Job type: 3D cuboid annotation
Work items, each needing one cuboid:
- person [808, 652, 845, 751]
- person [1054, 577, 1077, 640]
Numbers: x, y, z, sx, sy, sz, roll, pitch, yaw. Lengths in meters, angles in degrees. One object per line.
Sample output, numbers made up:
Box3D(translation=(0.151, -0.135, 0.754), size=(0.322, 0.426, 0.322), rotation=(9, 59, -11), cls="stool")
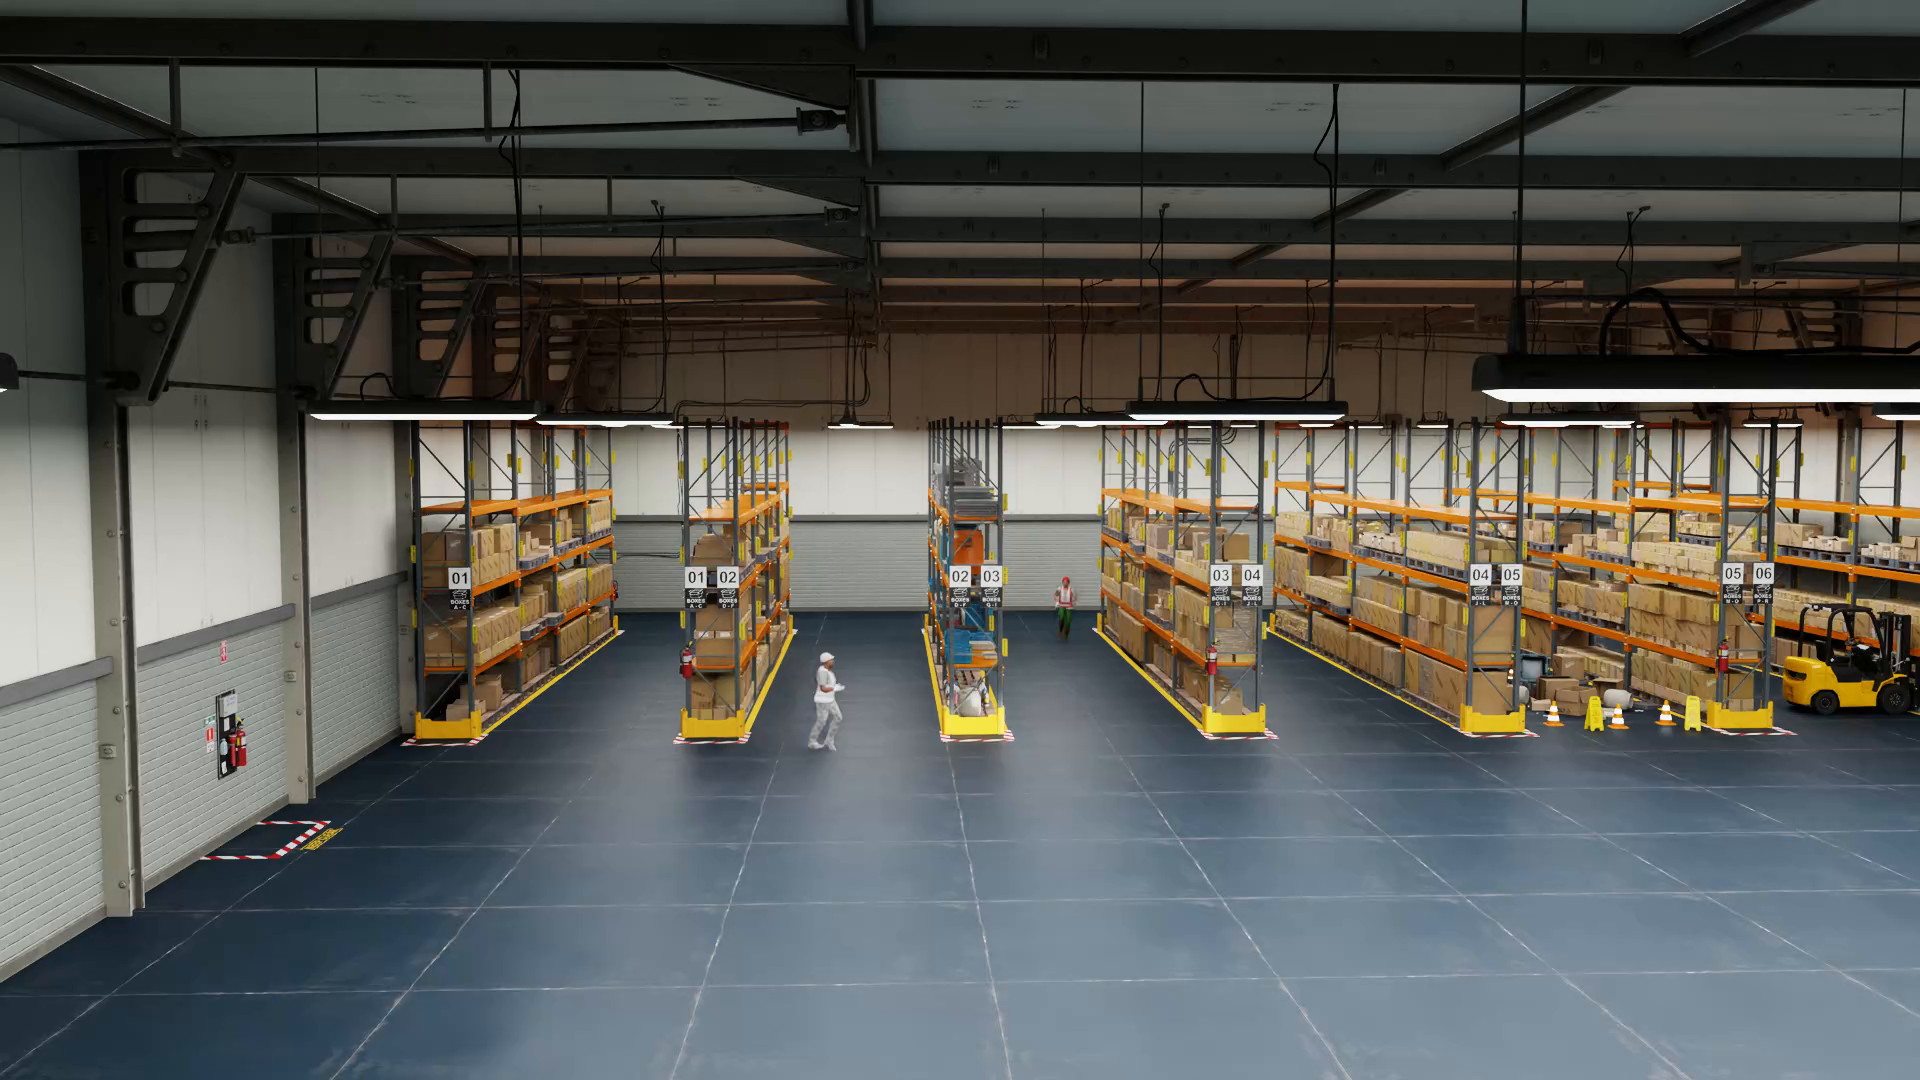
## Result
Box3D(translation=(-2.397, 2.920, 29.703), size=(0.715, 1.835, 0.649), rotation=(1, 4, 13), cls="person")
Box3D(translation=(2.869, 1.868, 45.086), size=(0.626, 1.748, 0.726), rotation=(0, 4, 2), cls="person")
